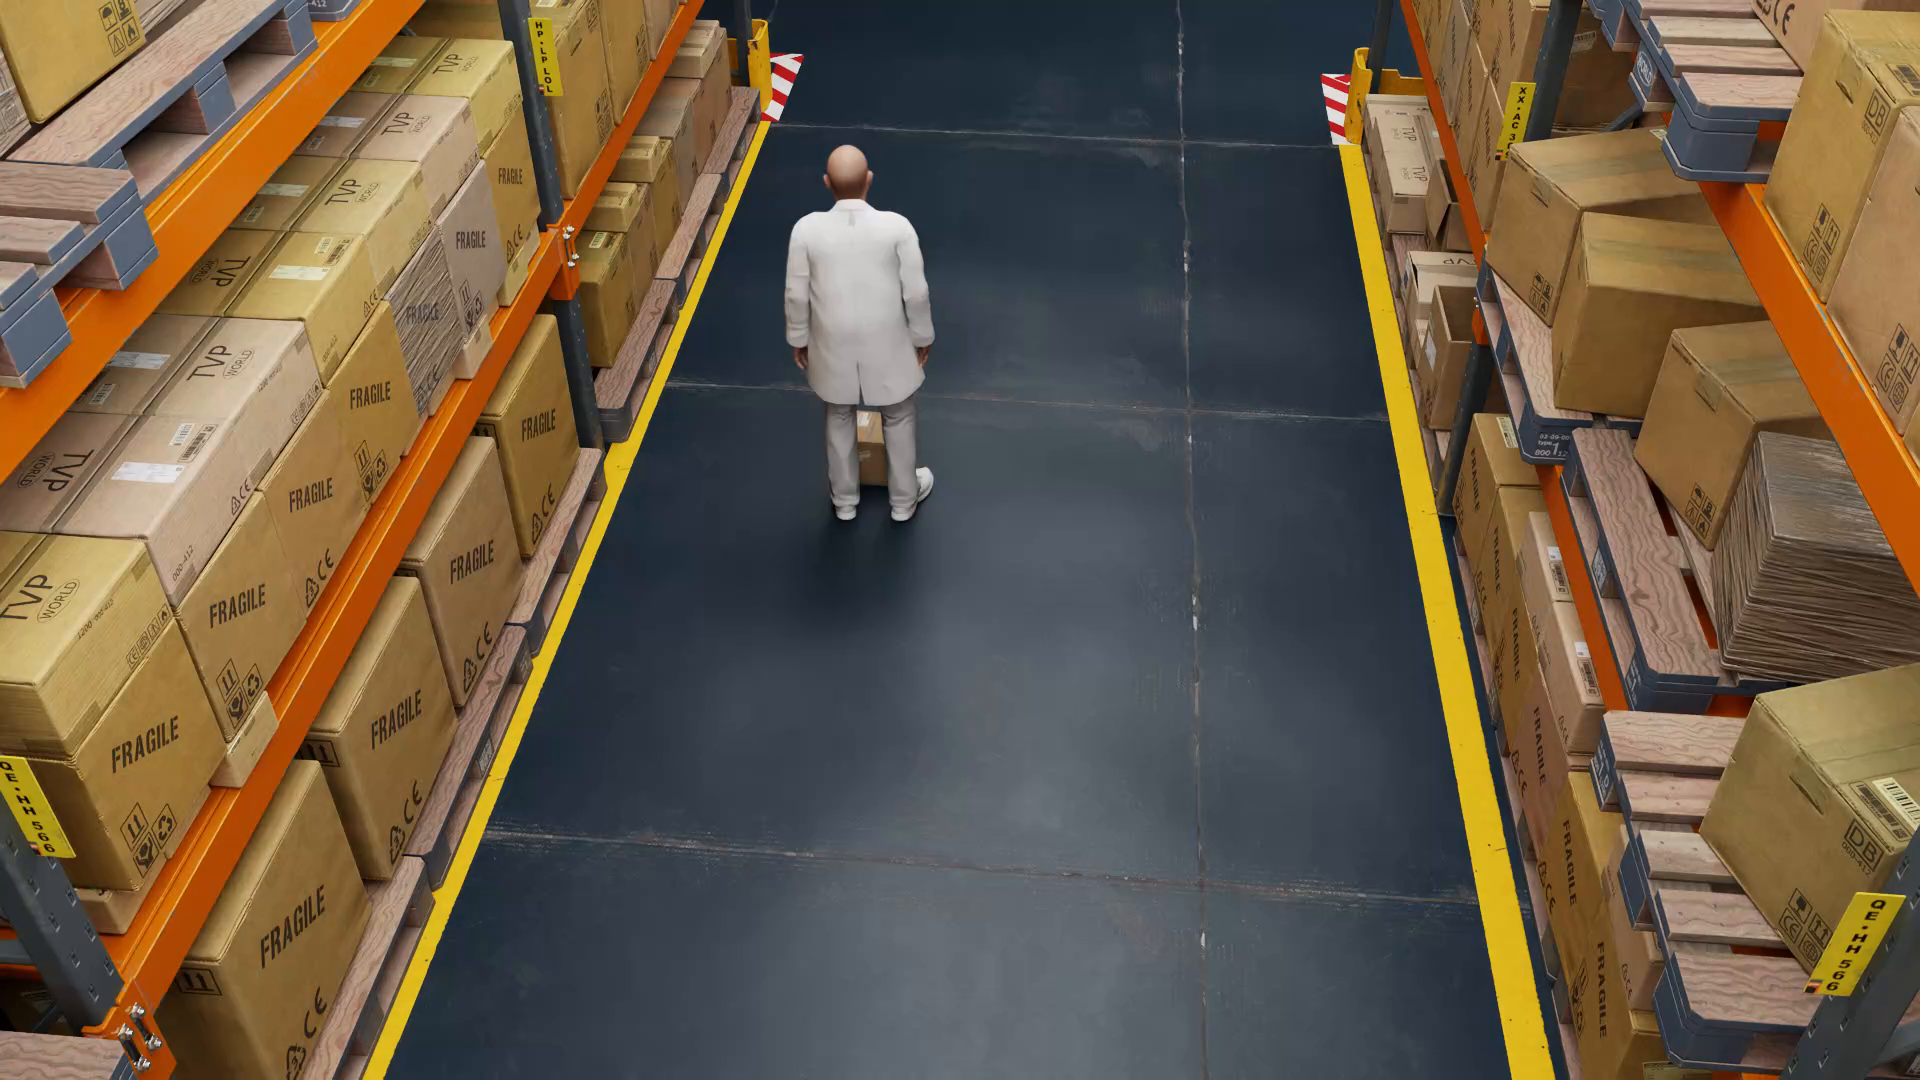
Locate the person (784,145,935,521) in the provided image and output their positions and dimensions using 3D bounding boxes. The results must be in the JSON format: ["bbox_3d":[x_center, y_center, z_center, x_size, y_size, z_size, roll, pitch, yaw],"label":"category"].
[{"bbox_3d":[-0.432,-0.864,7.216,0.645,1.772,0.429,1,40,1],"label":"person"}]
